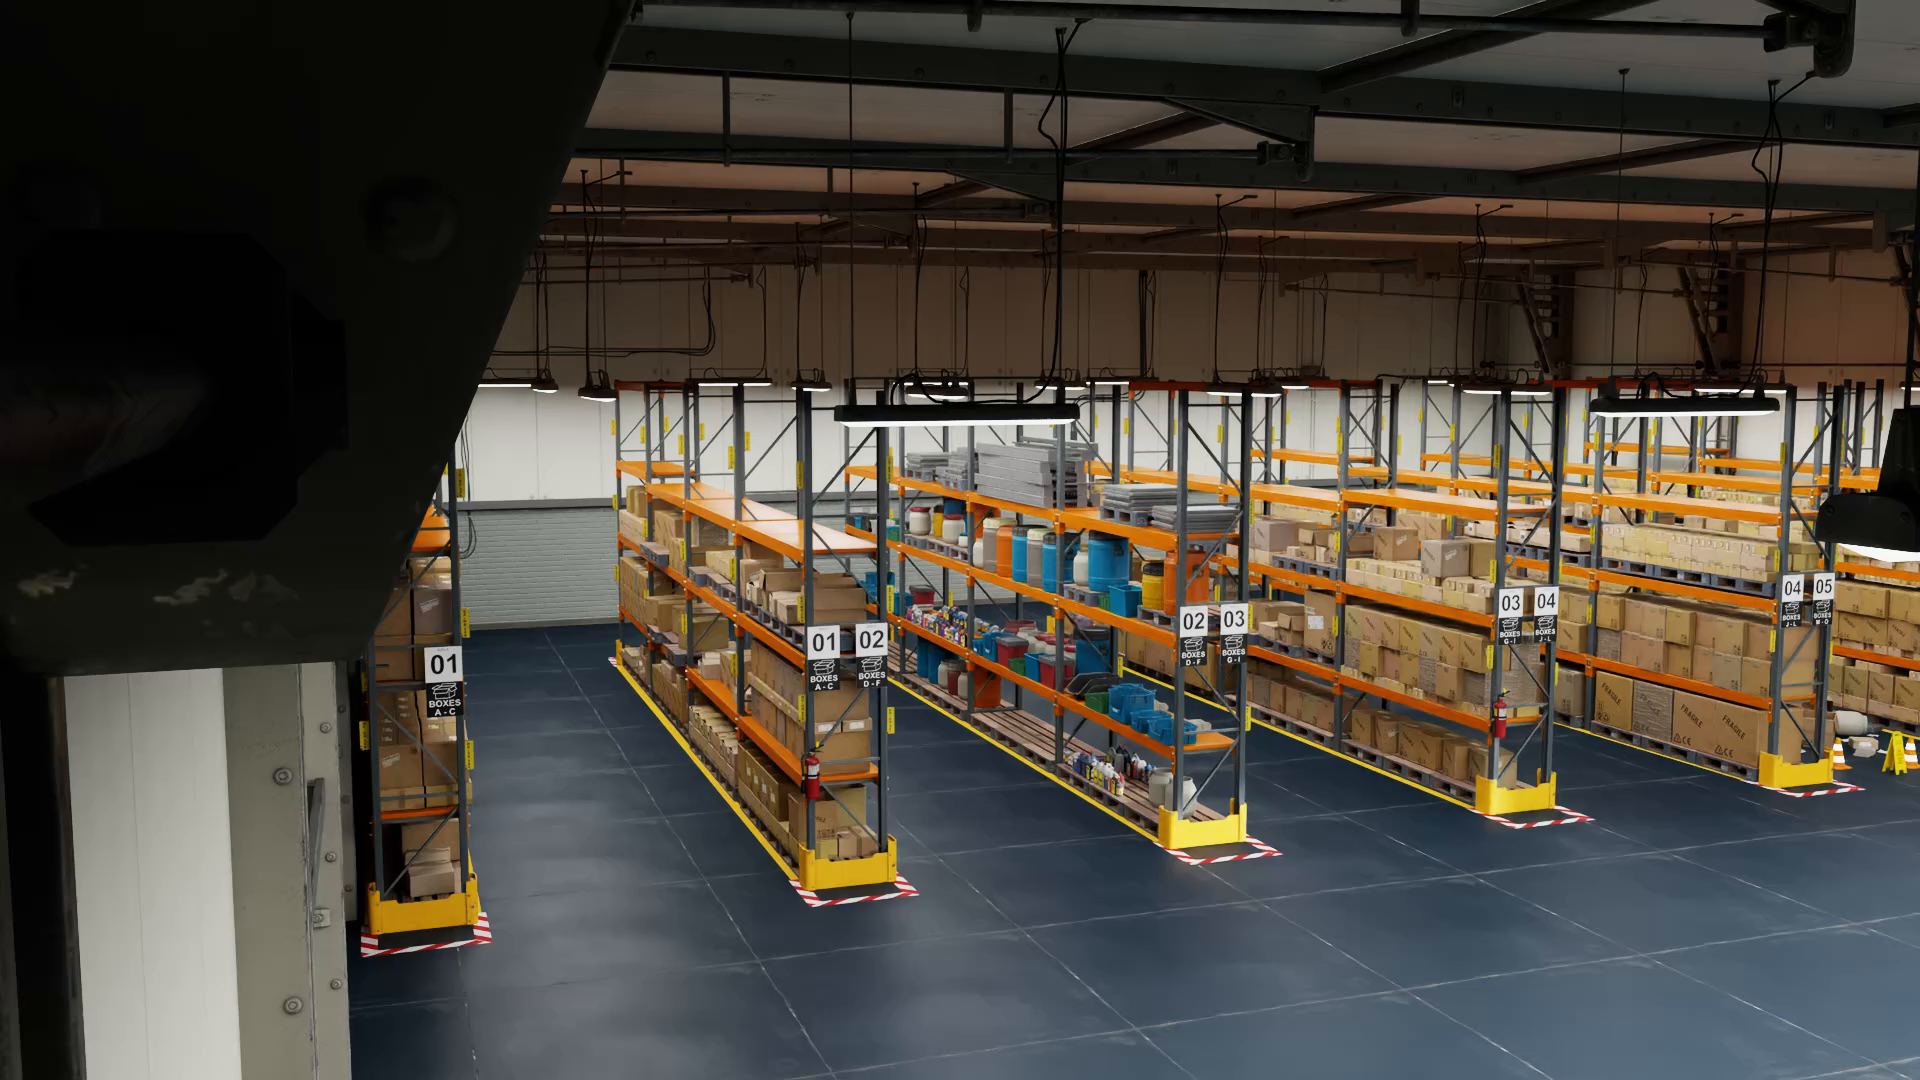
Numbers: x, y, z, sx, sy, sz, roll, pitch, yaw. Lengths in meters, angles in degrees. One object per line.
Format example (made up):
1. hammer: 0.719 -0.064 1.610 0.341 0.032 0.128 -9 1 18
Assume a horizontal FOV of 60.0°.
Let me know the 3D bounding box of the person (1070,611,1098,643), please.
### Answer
1. person: 2.537 1.852 34.111 0.617 1.493 0.756 -1 6 -6
